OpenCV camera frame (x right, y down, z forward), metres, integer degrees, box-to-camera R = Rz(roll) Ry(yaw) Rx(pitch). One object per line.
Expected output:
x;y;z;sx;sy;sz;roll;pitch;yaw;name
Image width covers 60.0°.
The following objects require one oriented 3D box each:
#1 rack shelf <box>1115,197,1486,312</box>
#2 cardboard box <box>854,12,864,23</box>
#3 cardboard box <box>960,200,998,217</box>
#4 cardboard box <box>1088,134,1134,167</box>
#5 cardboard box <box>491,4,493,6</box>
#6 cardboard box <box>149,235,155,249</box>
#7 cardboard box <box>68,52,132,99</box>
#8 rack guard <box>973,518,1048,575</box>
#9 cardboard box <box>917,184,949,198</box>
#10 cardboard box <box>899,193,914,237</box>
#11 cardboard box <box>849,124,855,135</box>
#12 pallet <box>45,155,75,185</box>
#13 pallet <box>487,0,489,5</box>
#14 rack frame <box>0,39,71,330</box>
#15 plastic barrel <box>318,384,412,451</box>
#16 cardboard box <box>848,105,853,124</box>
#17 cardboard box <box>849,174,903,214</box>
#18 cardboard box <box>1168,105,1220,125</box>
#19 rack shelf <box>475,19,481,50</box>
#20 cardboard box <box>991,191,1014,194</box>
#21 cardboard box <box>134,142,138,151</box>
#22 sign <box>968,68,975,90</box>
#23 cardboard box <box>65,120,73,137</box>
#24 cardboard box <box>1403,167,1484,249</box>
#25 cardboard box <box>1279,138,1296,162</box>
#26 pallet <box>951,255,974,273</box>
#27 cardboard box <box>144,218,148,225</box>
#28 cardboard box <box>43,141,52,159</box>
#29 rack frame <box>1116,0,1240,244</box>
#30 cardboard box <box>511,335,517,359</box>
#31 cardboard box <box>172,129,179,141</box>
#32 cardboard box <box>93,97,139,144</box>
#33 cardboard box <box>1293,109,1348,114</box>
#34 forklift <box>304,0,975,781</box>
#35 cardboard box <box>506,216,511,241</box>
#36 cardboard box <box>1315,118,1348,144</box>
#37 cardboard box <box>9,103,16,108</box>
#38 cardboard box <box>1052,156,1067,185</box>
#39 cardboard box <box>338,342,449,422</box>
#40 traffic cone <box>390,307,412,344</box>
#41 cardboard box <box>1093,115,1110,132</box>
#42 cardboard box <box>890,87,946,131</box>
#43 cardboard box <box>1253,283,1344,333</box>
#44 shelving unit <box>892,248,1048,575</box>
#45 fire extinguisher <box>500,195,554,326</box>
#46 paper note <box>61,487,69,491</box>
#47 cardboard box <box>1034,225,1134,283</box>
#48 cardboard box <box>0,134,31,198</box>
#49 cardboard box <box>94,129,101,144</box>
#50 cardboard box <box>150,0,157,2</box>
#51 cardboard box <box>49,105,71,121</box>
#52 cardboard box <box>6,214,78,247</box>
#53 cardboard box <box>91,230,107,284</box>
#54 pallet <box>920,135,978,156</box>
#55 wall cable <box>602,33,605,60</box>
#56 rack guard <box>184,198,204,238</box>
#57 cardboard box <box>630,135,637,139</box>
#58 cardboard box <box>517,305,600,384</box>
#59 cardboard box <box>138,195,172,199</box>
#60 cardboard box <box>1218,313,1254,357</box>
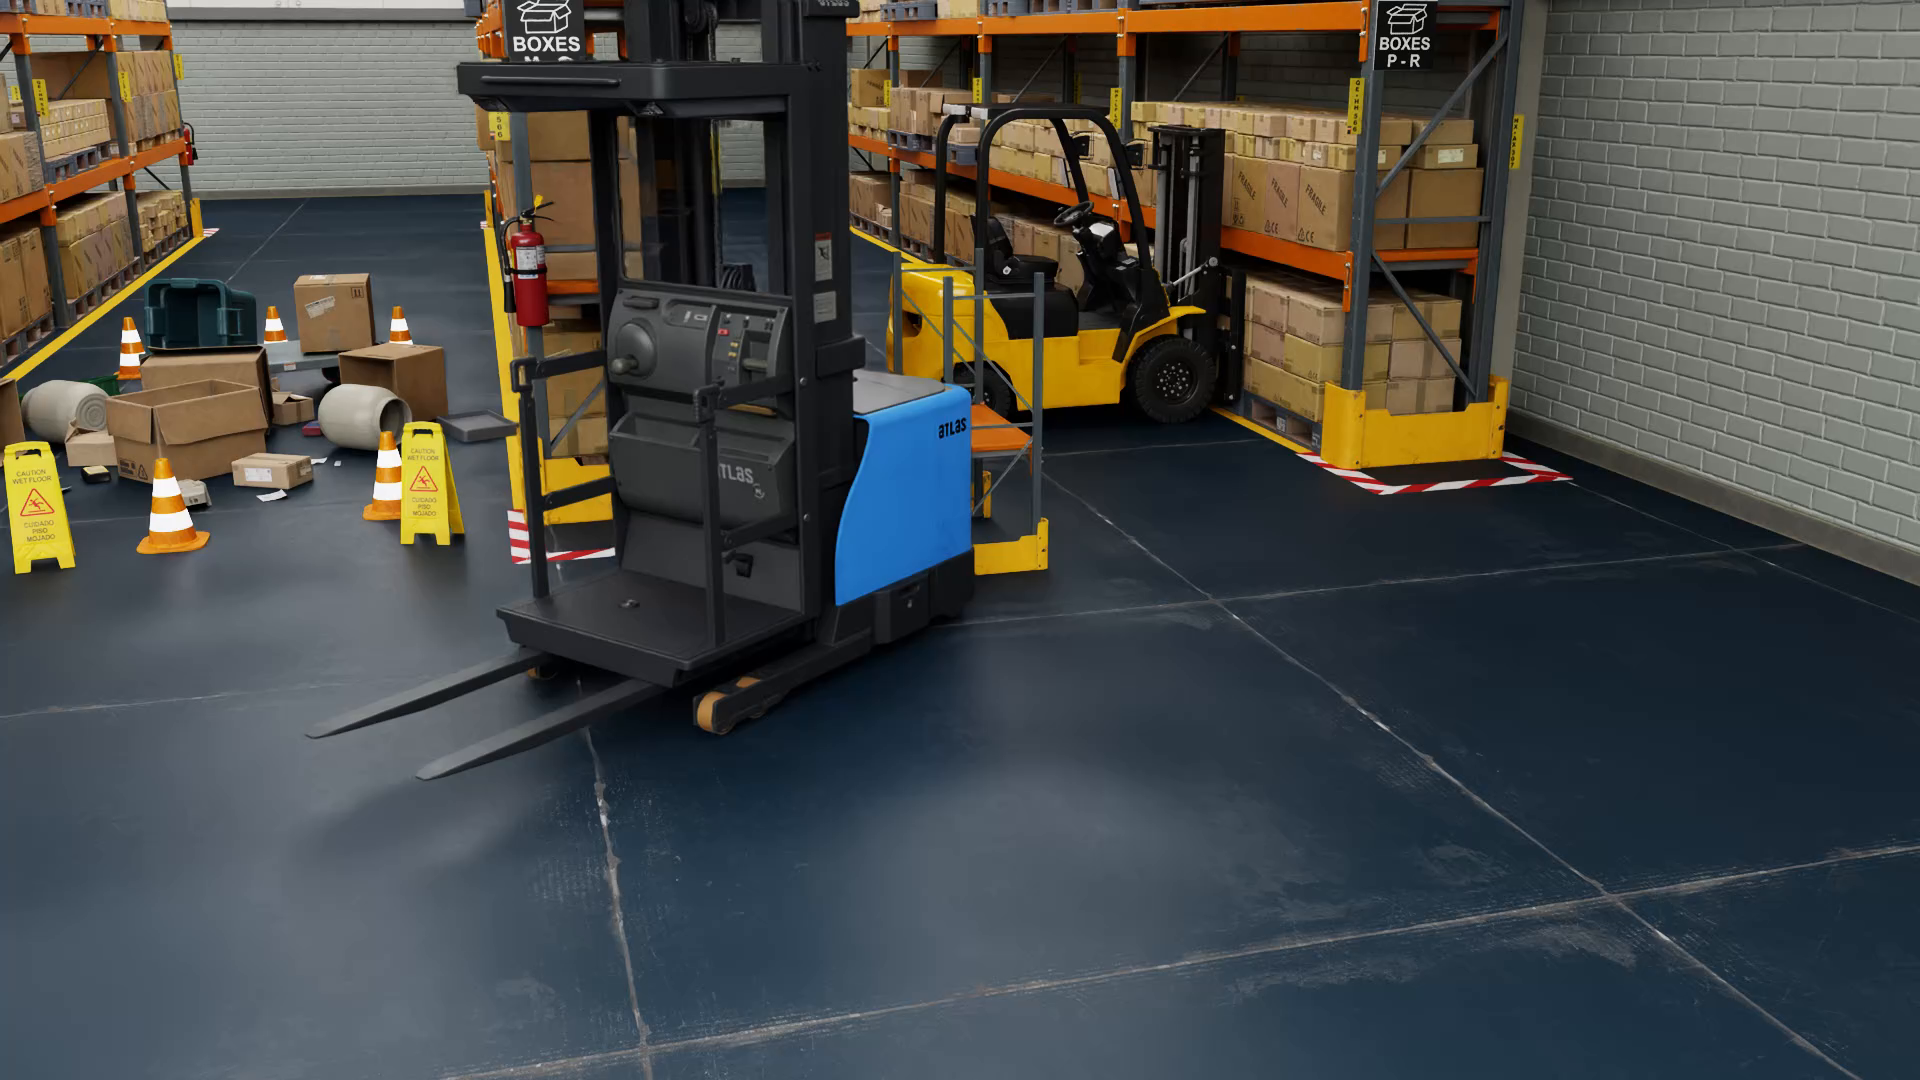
2.355;-2.184;12.258;1.077;0.370;4.000;-5;17;-15;rack shelf
-1.228;-7.110;22.631;0.380;0.149;0.250;-4;17;-14;cardboard box
0.222;-3.692;18.517;0.380;0.149;0.250;-6;18;-18;cardboard box
1.424;-3.365;14.331;0.500;0.250;0.500;-5;17;-16;cardboard box
-3.101;-3.822;11.683;0.380;0.149;0.250;-5;17;-15;cardboard box
-9.761;-3.517;19.672;0.380;0.149;0.250;-4;17;-14;cardboard box
-9.786;-5.295;18.936;0.500;0.500;0.500;-4;17;-14;cardboard box
0.158;0.039;8.387;0.587;0.250;0.087;-5;17;-15;rack guard
-0.319;-4.348;20.700;0.380;0.149;0.250;-6;18;-18;cardboard box
-0.477;-4.147;21.157;0.500;0.500;0.500;-4;17;-13;cardboard box
-1.360;-5.807;23.508;0.380;0.149;0.250;-5;17;-17;cardboard box
-9.096;-3.472;15.630;1.213;0.211;1.003;-5;17;-15;pallet
-3.034;-4.214;12.878;1.213;0.211;1.003;-5;17;-15;pallet
-8.797;-3.375;14.974;1.000;3.000;0.127;-5;17;-15;rack frame
-3.890;-0.799;10.877;0.512;0.421;0.421;7;18;23;plastic barrel
-1.346;-6.045;23.606;0.500;0.250;0.500;-5;17;-16;cardboard box
-1.218;-4.988;23.960;0.700;0.500;0.500;-4;17;-13;cardboard box
1.817;-3.256;12.760;0.380;0.149;0.250;-4;17;-14;cardboard box
-5.715;-6.546;21.567;1.077;0.370;4.000;-5;17;-15;rack shelf
0.455;-4.025;19.624;0.380;0.149;0.250;-5;17;-15;cardboard box
-9.995;-4.676;19.742;0.380;0.149;0.250;-6;18;-18;cardboard box
0.139;-5.894;21.346;0.100;0.325;0.005;-5;17;-15;sign
-9.092;-4.104;16.590;0.380;0.149;0.250;-5;17;-16;cardboard box
3.035;-2.182;10.828;0.500;0.500;0.500;-4;17;-13;cardboard box
2.371;-2.622;11.164;0.380;0.149;0.250;-5;17;-16;cardboard box
0.537;-3.062;18.778;1.003;0.211;1.213;-5;17;-15;pallet
-10.017;-3.788;20.056;0.380;0.149;0.250;-6;18;-18;cardboard box
-8.800;-3.670;15.662;0.380;0.149;0.250;-4;17;-13;cardboard box
1.805;-3.081;13.996;1.000;3.000;0.127;-5;17;-15;rack frame
-3.064;-1.388;12.407;0.500;0.250;0.500;-6;18;-18;cardboard box
-10.635;-5.400;22.151;0.380;0.149;0.250;-5;17;-15;cardboard box
-9.790;-4.829;19.122;0.500;0.500;0.500;-5;17;-16;cardboard box
2.620;-3.016;11.960;0.380;0.149;0.250;-5;17;-15;cardboard box
-1.186;-0.805;6.539;1.130;2.935;3.031;11;20;33;forklift
-2.846;-2.101;11.167;0.380;0.149;0.250;-5;17;-15;cardboard box
2.506;-2.624;10.656;0.380;0.149;0.250;-5;17;-15;cardboard box
-9.943;-4.414;17.106;0.380;0.149;0.250;-5;17;-16;cardboard box
1.165;-3.407;15.340;0.500;0.250;0.500;-5;17;-15;cardboard box
-3.980;-1.088;11.701;0.500;0.500;0.500;7;18;23;cardboard box
-4.653;-1.705;13.825;0.336;0.463;0.334;-5;17;-15;traffic cone
1.393;-3.659;14.617;0.380;0.149;0.250;-5;17;-15;cardboard box
-0.476;-5.392;20.784;0.700;0.500;0.500;-4;17;-14;cardboard box
2.332;-1.582;11.315;0.500;0.250;0.500;-4;17;-14;cardboard box
0.021;-0.697;8.666;0.587;1.500;1.083;-5;17;-15;shelving unit
-2.279;-1.476;8.787;0.296;0.674;0.183;-5;17;-15;fire extinguisher
-5.386;-0.296;9.887;0.144;0.017;0.142;1;17;4;paper note
1.236;-2.712;16.163;0.875;0.625;0.625;-5;18;-18;cardboard box
-8.280;-3.182;14.156;0.500;0.500;0.500;-5;17;-15;cardboard box
-9.459;-4.327;17.850;0.380;0.149;0.250;-5;17;-15;cardboard box
-10.483;-6.943;21.031;0.500;0.250;0.500;-5;17;-17;cardboard box
-9.101;-4.247;16.550;0.380;0.149;0.250;-4;17;-14;cardboard box
-8.754;-2.948;15.864;0.500;0.250;0.500;-6;18;-18;cardboard box
-9.034;-2.875;16.925;0.500;0.500;0.500;-5;17;-17;cardboard box
0.167;-4.633;19.497;1.003;0.211;1.213;-5;17;-15;pallet
-6.476;-8.167;29.161;0.588;1.984;0.122;-5;17;-15;wall cable
-10.975;-4.370;22.630;1.175;0.500;0.348;-5;17;-15;rack guard
-2.310;-2.490;11.337;0.500;0.500;0.500;-4;17;-14;cardboard box
-2.485;-1.170;10.379;0.500;0.500;0.500;-4;17;-13;cardboard box
-10.389;-4.370;21.477;0.380;0.149;0.250;-5;18;-17;cardboard box
2.181;-1.489;11.877;0.500;0.250;0.500;-5;17;-17;cardboard box
